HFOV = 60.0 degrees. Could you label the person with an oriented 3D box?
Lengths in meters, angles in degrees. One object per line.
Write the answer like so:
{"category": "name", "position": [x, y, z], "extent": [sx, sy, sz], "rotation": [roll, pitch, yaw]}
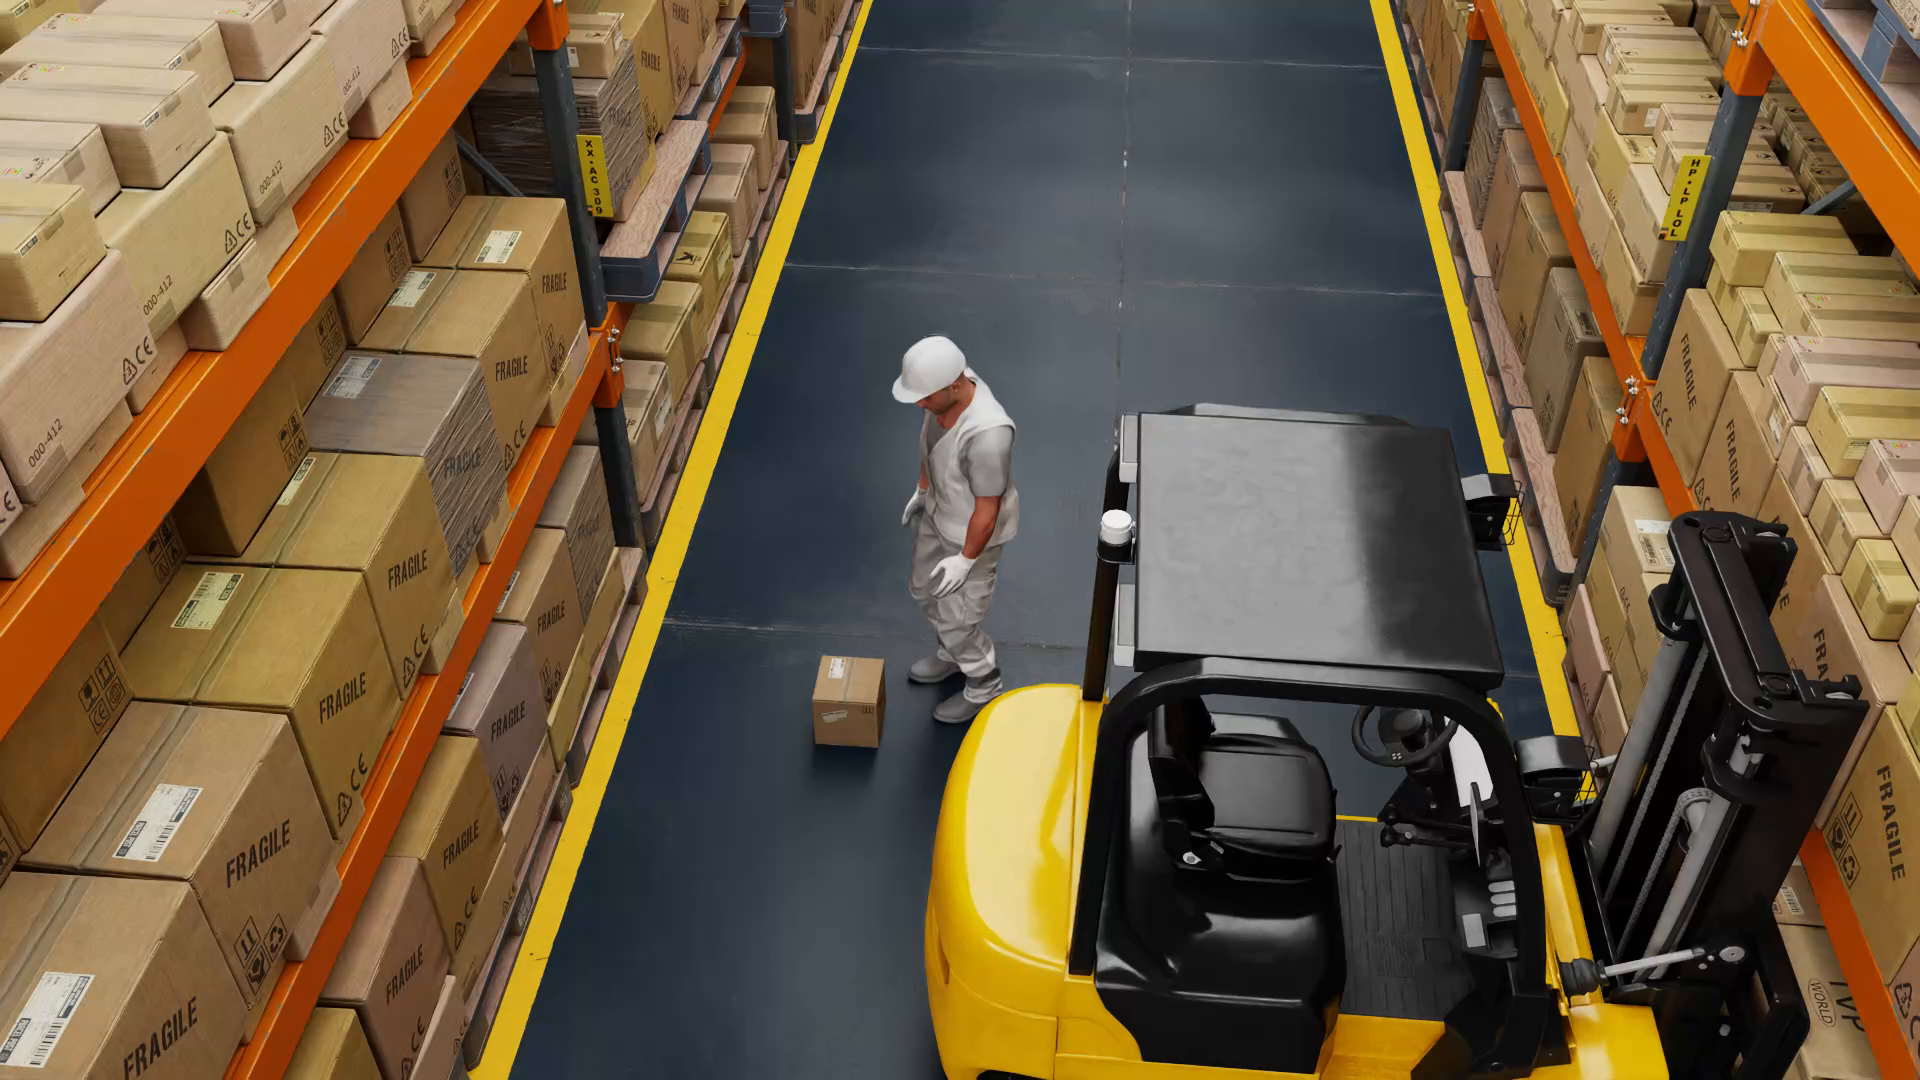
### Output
{"category": "person", "position": [-0.017, -0.033, 6.221], "extent": [0.459, 1.735, 0.544], "rotation": [-15, 42, -17]}
